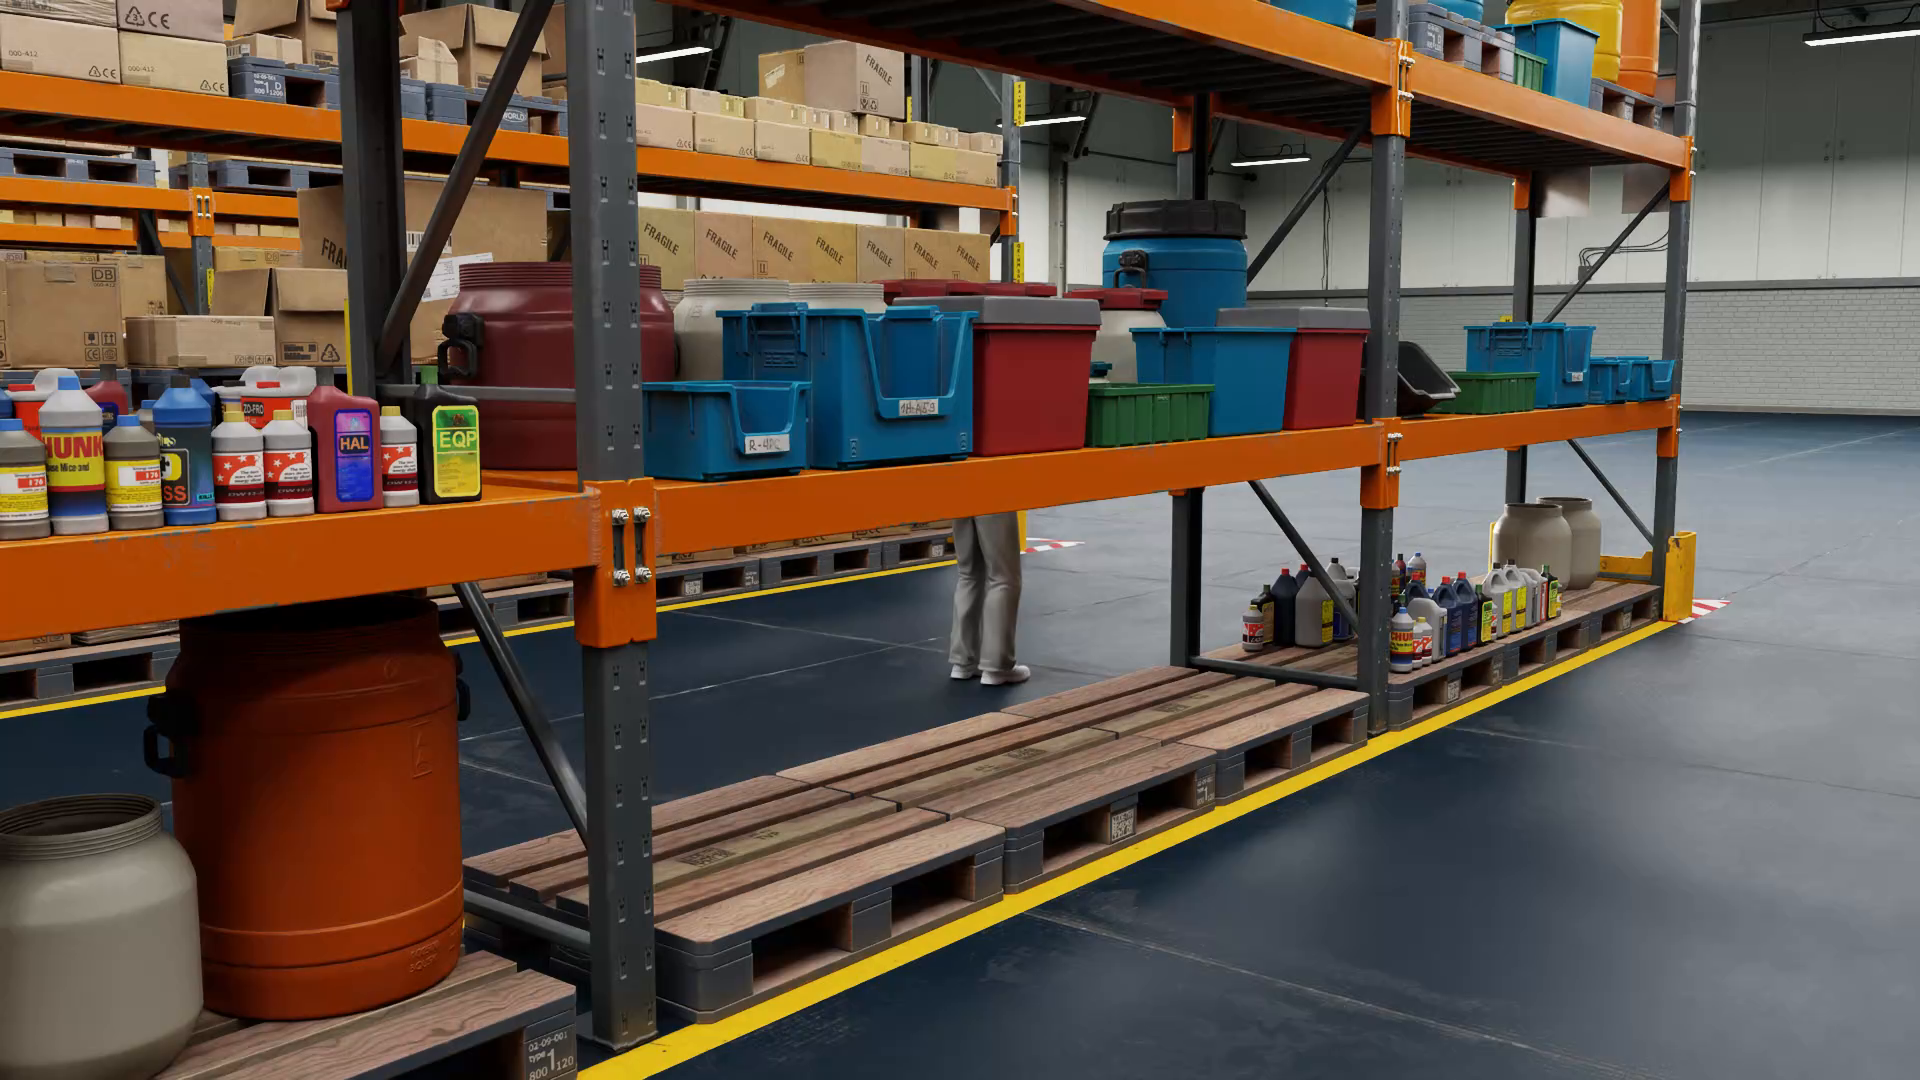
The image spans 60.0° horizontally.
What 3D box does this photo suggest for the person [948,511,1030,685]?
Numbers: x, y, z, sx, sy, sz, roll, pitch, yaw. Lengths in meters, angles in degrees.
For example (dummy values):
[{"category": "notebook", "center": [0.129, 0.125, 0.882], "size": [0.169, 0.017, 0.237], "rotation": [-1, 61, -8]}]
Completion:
[{"category": "person", "center": [0.154, -0.150, 8.057], "size": [0.438, 1.662, 0.559], "rotation": [6, 9, 43]}]
